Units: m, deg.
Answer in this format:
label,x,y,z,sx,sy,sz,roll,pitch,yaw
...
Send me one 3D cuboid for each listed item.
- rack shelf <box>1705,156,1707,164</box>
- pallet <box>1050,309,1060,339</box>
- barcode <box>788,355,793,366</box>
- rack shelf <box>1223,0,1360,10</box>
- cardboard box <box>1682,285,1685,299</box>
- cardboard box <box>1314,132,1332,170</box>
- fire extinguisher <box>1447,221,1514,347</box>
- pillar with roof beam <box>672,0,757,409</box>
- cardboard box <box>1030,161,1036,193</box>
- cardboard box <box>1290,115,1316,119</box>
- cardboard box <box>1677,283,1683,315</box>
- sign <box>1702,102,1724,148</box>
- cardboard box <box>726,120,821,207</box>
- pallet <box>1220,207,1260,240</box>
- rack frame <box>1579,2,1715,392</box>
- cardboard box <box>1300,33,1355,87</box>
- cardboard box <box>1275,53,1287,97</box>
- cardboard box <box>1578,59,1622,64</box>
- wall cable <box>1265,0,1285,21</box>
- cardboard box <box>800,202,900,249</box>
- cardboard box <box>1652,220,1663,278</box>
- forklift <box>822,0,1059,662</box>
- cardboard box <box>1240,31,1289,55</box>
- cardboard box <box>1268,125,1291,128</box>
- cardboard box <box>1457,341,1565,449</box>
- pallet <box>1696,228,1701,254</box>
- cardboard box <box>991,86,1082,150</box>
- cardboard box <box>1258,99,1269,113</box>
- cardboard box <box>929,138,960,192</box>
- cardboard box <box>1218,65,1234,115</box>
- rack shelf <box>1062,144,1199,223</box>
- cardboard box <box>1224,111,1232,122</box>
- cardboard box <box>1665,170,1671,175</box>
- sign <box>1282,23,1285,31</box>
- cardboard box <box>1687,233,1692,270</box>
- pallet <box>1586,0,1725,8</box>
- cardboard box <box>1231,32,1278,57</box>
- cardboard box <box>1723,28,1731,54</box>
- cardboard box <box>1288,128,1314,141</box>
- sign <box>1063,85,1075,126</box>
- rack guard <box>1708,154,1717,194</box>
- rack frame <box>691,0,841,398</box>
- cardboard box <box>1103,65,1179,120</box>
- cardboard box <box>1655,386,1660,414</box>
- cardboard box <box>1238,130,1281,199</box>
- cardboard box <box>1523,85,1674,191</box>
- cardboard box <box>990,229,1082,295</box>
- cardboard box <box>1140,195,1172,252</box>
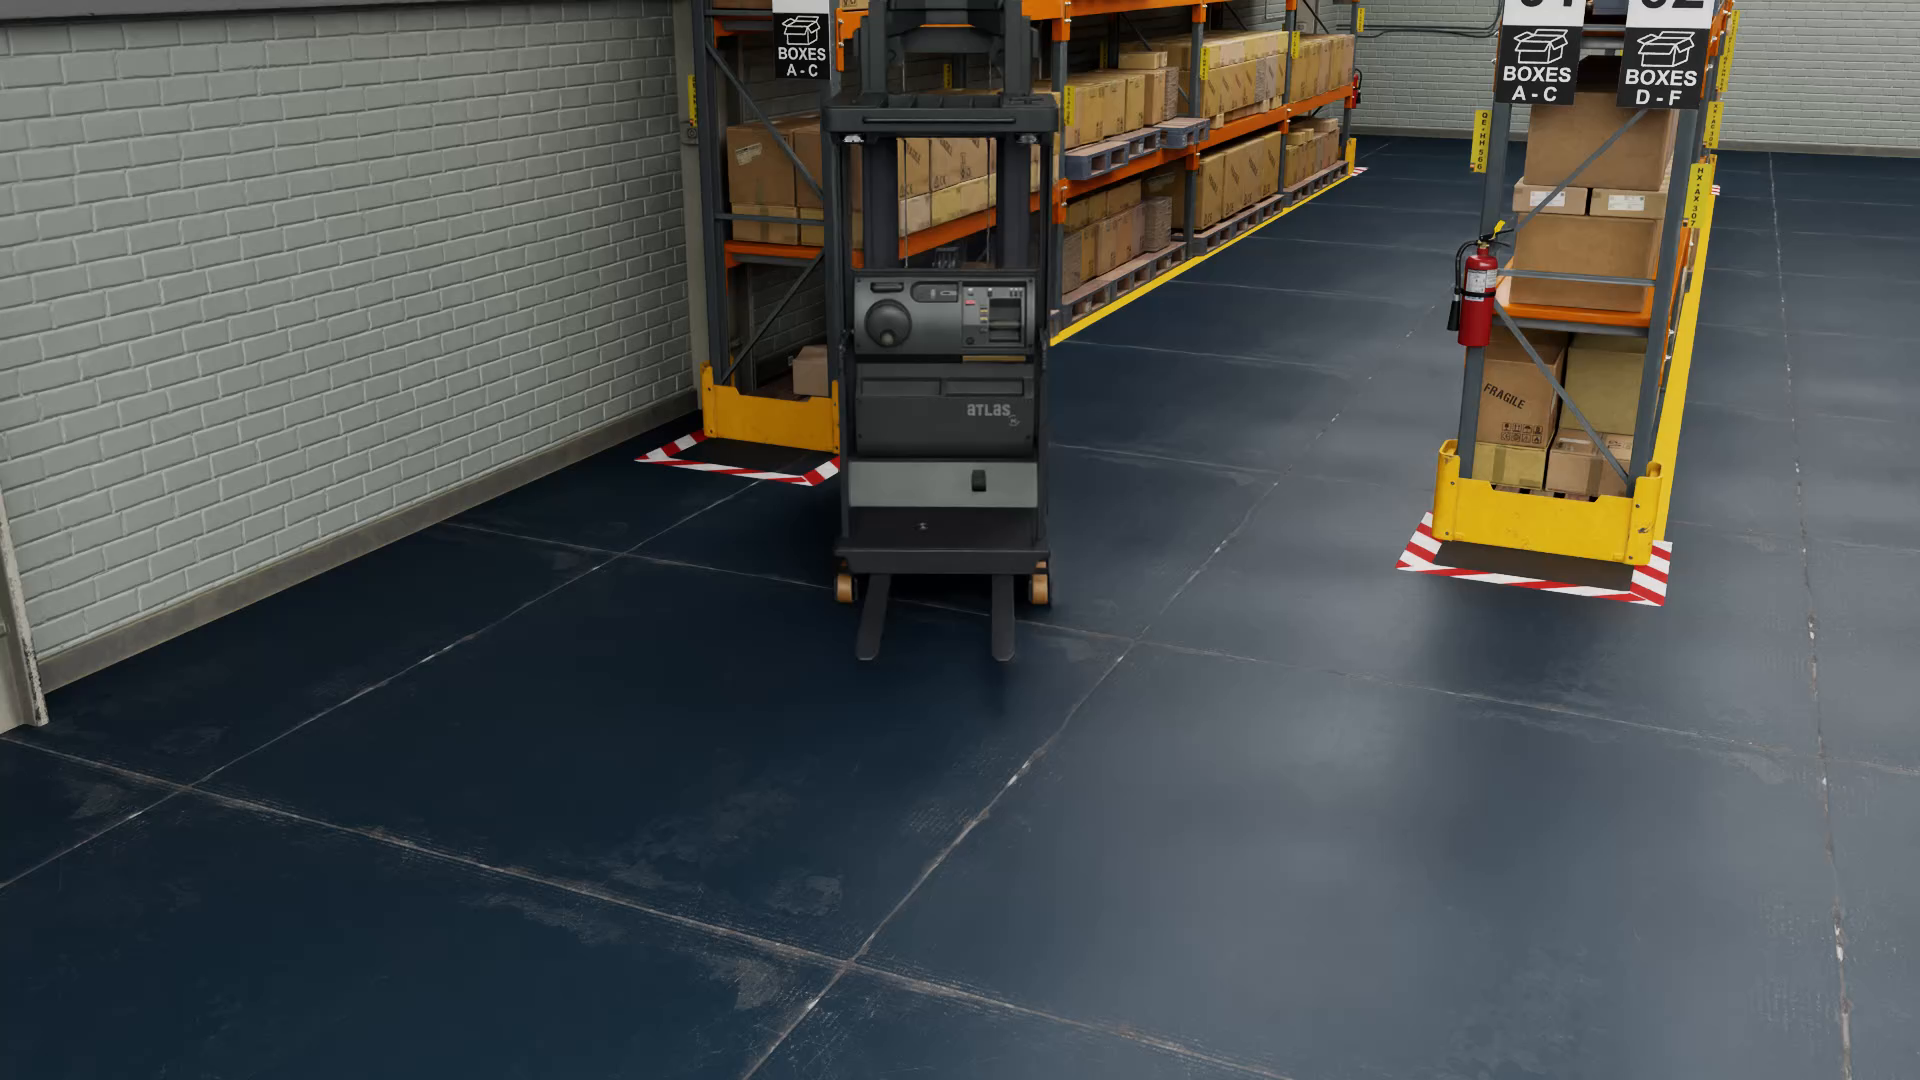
label,x,y,z,sx,sy,sz,roll,pitch,yaw
rack shelf,7.391,-4.124,17.662,1.077,0.370,4.000,9,21,23
pallet,0.170,-1.783,14.168,1.003,0.211,1.213,9,21,23
barcode,-1.217,-1.289,11.959,0.001,0.075,0.075,9,21,23
rack shelf,4.508,-7.439,22.506,1.077,0.370,4.000,9,21,23
cardboard box,6.162,-2.248,14.791,0.500,0.250,0.500,9,22,24
cardboard box,4.927,-5.615,23.885,0.700,0.500,0.500,8,21,23
fire extinguisher,2.824,-1.397,9.036,0.296,0.674,0.183,9,21,23
pillar with roof beam,2.200,-4.653,9.123,9.100,9.000,0.400,9,21,23
cardboard box,0.284,-2.909,13.365,0.500,0.250,0.500,9,21,23
cardboard box,5.000,-6.139,24.391,0.380,0.149,0.250,9,21,23
cardboard box,5.330,-1.887,12.939,0.500,0.311,0.500,9,21,23
sign,5.441,-2.998,12.013,0.100,0.325,0.005,9,21,23
cardboard box,-1.226,-2.550,11.237,0.500,0.500,0.500,8,21,22
pallet,2.943,-3.819,19.891,1.003,0.211,1.213,9,21,23
rack frame,4.934,-2.629,12.384,1.000,3.000,0.127,9,21,23
cardboard box,5.127,-6.960,24.114,0.980,0.700,0.700,10,22,25
cardboard box,3.730,-5.774,20.605,0.500,0.500,0.500,8,21,22
cardboard box,4.552,-2.996,11.331,0.700,0.500,0.500,8,21,23
wall cable,4.988,-7.976,25.902,0.084,1.984,1.851,9,21,23
cardboard box,-0.736,-2.129,11.172,0.500,0.250,0.500,8,21,21
cardboard box,3.918,-1.906,10.203,0.700,0.500,0.500,9,21,23
forklift,-0.081,-1.151,8.331,1.130,2.935,3.031,0,20,1
cardboard box,3.731,-6.125,20.473,0.500,0.250,0.500,9,22,24
cardboard box,4.378,-5.674,23.083,0.380,0.149,0.250,8,21,22
cardboard box,3.244,-0.866,9.786,0.500,0.500,0.500,9,21,23
pallet,7.911,-3.507,19.014,1.003,0.211,1.213,9,21,23
cardboard box,0.652,-3.713,14.626,0.700,0.500,0.500,9,21,23
cardboard box,3.525,-5.260,20.126,0.380,0.149,0.250,9,21,23
cardboard box,-0.327,-2.788,11.907,0.500,0.500,0.500,8,21,21
cardboard box,2.706,-4.999,18.426,0.500,0.500,0.500,9,22,24
rack shelf,1.232,-3.580,16.132,1.077,0.370,4.000,9,21,23
cardboard box,2.898,-4.887,19.079,0.380,0.149,0.250,9,21,24
cardboard box,3.967,-2.083,9.732,0.380,0.149,0.250,8,21,22
sign,4.823,-7.499,24.668,0.100,0.325,0.005,9,21,23
cardboard box,6.375,-2.664,15.124,0.500,0.311,0.500,8,21,22
pallet,4.107,-3.364,10.108,1.003,0.211,1.213,9,21,23
cardboard box,3.513,-5.970,20.037,0.500,0.250,0.500,9,21,24
cardboard box,8.659,-5.698,19.373,0.500,0.500,0.500,9,22,24
cardboard box,4.609,-5.532,22.684,0.380,0.149,0.250,8,21,21
sign,0.911,-3.643,13.944,0.100,0.325,0.005,9,21,23
rack guard,9.816,-5.096,23.052,1.175,0.500,0.348,9,21,23
rack frame,-1.225,-2.085,10.854,1.000,3.000,0.127,9,21,23
cardboard box,1.867,-4.639,17.232,0.700,0.500,0.500,6,20,16
cardboard box,4.538,-1.053,11.430,0.500,0.250,0.500,9,21,23
cardboard box,3.541,-4.721,20.850,0.750,0.750,0.750,9,21,23
cardboard box,3.520,-2.221,9.153,0.700,0.500,0.500,9,21,23
cardboard box,0.699,-2.564,15.276,0.700,0.500,0.500,9,22,25
cardboard box,1.804,-3.332,17.436,0.700,0.500,0.500,9,21,23
